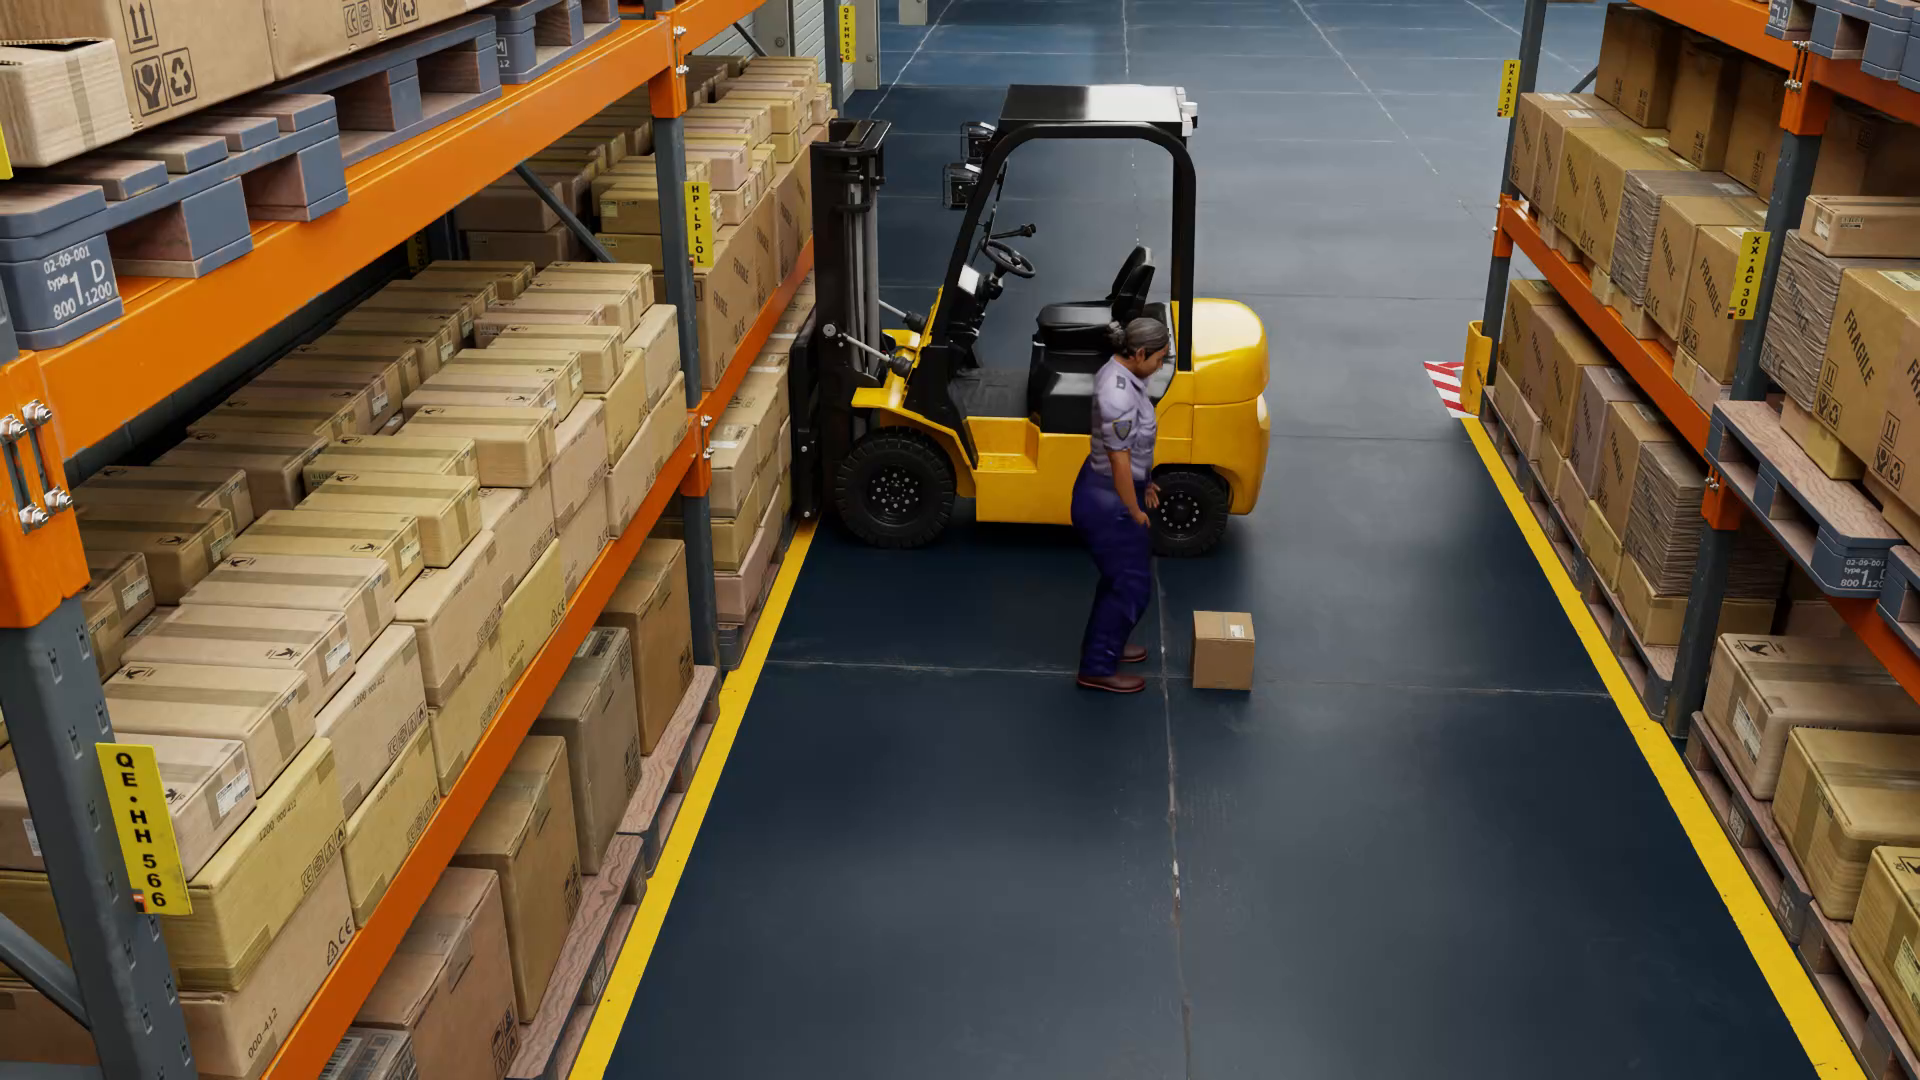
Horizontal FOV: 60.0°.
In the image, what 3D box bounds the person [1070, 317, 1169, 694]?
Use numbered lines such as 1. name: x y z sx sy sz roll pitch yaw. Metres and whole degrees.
1. person: 0.660 -0.161 7.028 0.378 1.615 0.493 2 25 5
